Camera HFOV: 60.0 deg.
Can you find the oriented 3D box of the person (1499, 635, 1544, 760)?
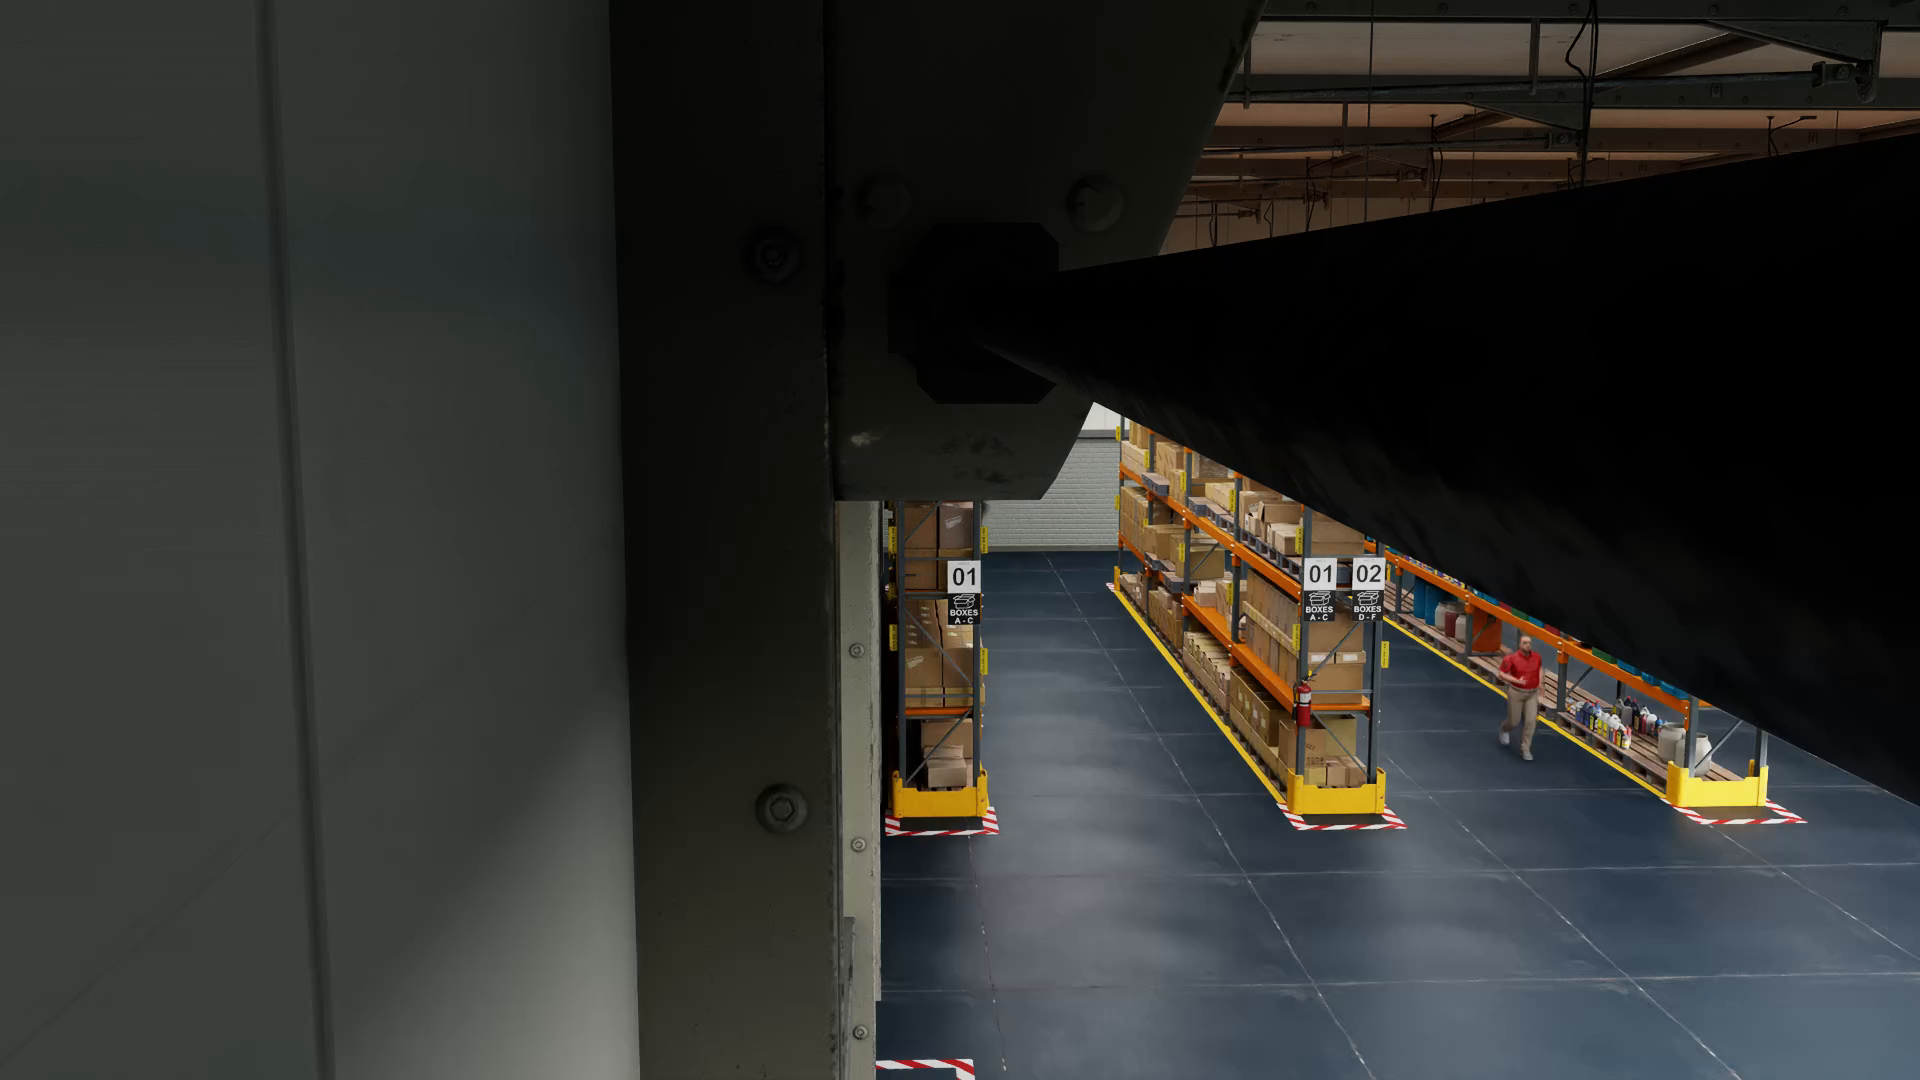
[{"bbox_3d":[7.833,2.156,23.203,0.676,1.698,0.817,-1,8,-4],"label":"person"}]
